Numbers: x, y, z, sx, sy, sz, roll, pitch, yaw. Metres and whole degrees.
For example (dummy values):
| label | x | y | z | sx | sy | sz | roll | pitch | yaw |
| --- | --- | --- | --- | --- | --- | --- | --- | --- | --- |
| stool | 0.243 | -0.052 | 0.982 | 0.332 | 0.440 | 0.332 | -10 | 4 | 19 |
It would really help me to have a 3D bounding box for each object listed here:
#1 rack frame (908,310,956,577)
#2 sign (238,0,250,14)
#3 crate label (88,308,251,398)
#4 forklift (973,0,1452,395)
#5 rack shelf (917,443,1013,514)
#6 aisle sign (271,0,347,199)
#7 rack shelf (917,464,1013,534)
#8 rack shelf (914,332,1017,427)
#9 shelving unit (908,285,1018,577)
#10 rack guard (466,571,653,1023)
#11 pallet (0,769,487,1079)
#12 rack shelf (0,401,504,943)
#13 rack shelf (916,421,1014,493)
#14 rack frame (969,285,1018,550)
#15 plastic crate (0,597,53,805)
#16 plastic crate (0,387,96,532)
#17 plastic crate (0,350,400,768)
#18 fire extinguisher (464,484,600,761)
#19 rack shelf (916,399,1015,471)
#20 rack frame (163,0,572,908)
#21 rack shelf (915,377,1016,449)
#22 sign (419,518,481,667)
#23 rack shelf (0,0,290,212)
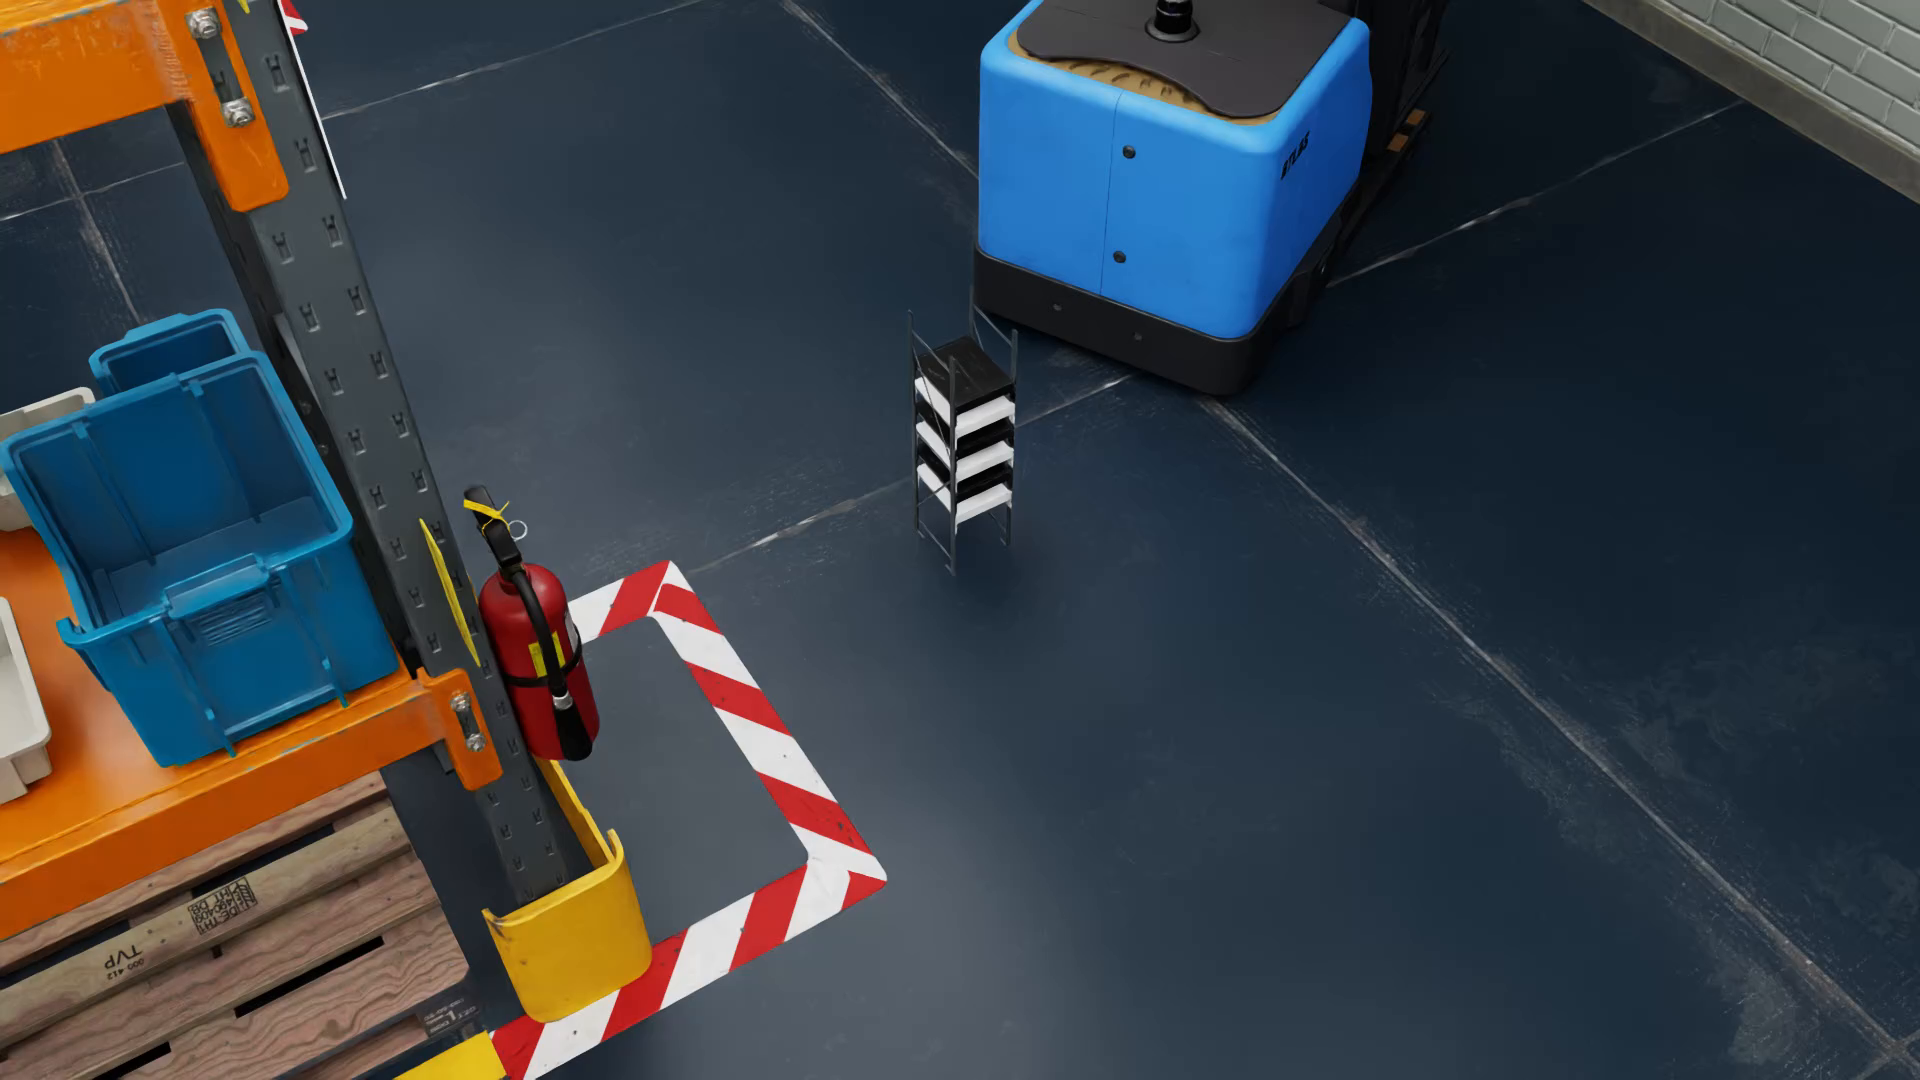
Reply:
| label | x | y | z | sx | sy | sz | roll | pitch | yaw |
| --- | --- | --- | --- | --- | --- | --- | --- | --- | --- |
| rack frame | -0.079 | -0.262 | 4.881 | 0.006 | 0.900 | 0.240 | -25 | 53 | -21 |
| sign | -0.932 | -0.808 | 2.023 | 0.005 | 0.325 | 0.100 | -25 | 53 | -21 |
| crate label | -1.623 | -0.260 | 3.545 | 0.303 | 0.233 | 0.416 | -25 | 53 | -21 |
| forklift | 1.218 | -2.558 | 5.566 | 1.130 | 2.935 | 3.031 | 23 | 52 | 19 |
| rack shelf | 0.007 | -0.220 | 5.009 | 0.200 | 0.077 | 0.258 | -25 | 53 | -21 |
| aisle sign | -1.022 | -0.895 | 2.298 | 0.004 | 0.787 | 0.394 | -25 | 53 | -21 |
| rack shelf | 0.007 | -0.161 | 5.076 | 0.200 | 0.077 | 0.258 | -25 | 53 | -21 |
| rack shelf | 0.007 | -0.460 | 4.740 | 0.200 | 0.077 | 0.258 | -25 | 53 | -21 |
| shelving unit | 0.007 | -0.303 | 4.917 | 0.210 | 0.900 | 0.258 | -25 | 53 | -21 |
| rack guard | -1.225 | 0.627 | 4.357 | 0.348 | 0.500 | 1.175 | -25 | 53 | -21 |
| pallet | -1.957 | 1.045 | 4.178 | 1.213 | 0.211 | 1.003 | -25 | 53 | -21 |
| rack shelf | -2.930 | 0.850 | 2.967 | 4.000 | 0.370 | 1.077 | -25 | 53 | -21 |
| rack shelf | 0.007 | -0.280 | 4.942 | 0.200 | 0.077 | 0.258 | -25 | 53 | -21 |
| rack frame | 0.093 | -0.343 | 4.953 | 0.006 | 0.900 | 0.240 | -25 | 53 | -21 |
| plastic crate | -1.832 | 0.320 | 3.092 | 0.243 | 0.136 | 0.396 | -25 | 53 | -21 |
| plastic crate | -1.939 | -0.153 | 3.514 | 0.298 | 0.136 | 0.250 | -25 | 53 | -21 |
| plastic crate | -1.422 | 0.033 | 3.148 | 0.499 | 0.435 | 0.616 | -25 | 53 | -21 |
| fire extinguisher | -0.869 | 0.190 | 3.374 | 0.183 | 0.674 | 0.296 | -25 | 53 | -21 |
| rack shelf | 0.007 | -0.340 | 4.874 | 0.200 | 0.077 | 0.258 | -25 | 53 | -21 |
| rack frame | -1.239 | -0.187 | 3.408 | 0.127 | 3.000 | 1.000 | -25 | 53 | -21 |
| rack shelf | 0.007 | -0.400 | 4.807 | 0.200 | 0.077 | 0.258 | -25 | 53 | -21 |
| sign | -0.932 | 0.100 | 3.043 | 0.005 | 0.325 | 0.100 | -25 | 53 | -21 |
| rack shelf | -2.930 | -0.148 | 1.846 | 4.000 | 0.370 | 1.077 | -25 | 53 | -21 |
